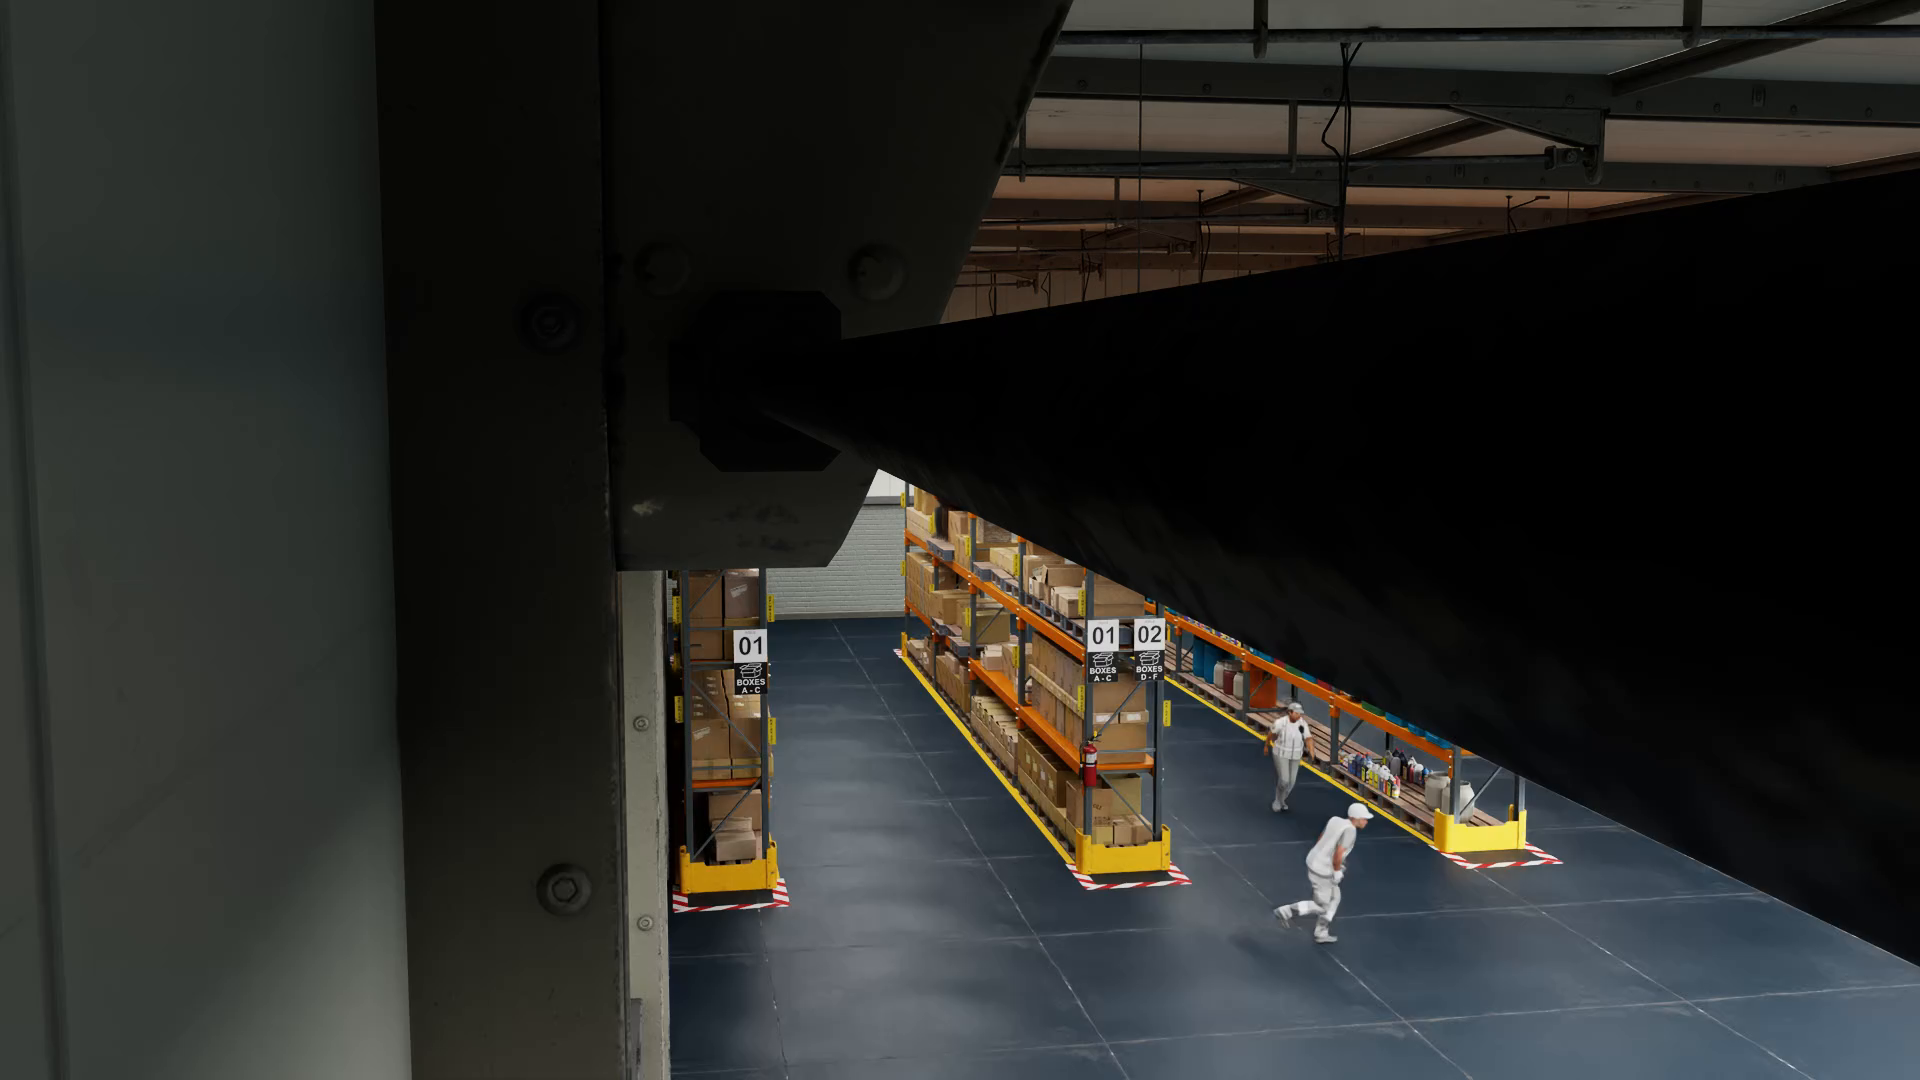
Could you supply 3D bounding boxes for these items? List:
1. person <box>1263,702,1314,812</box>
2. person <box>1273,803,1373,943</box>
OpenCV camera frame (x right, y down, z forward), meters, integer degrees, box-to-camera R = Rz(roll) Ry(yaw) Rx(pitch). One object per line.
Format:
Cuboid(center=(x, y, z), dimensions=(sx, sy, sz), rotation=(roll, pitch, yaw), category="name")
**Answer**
Cuboid(center=(4.692, 3.077, 23.573), dimensions=(0.587, 1.605, 0.784), rotation=(-1, 6, -12), category="person")
Cuboid(center=(3.990, 3.671, 18.271), dimensions=(1.073, 1.571, 0.668), rotation=(0, 6, -4), category="person")
